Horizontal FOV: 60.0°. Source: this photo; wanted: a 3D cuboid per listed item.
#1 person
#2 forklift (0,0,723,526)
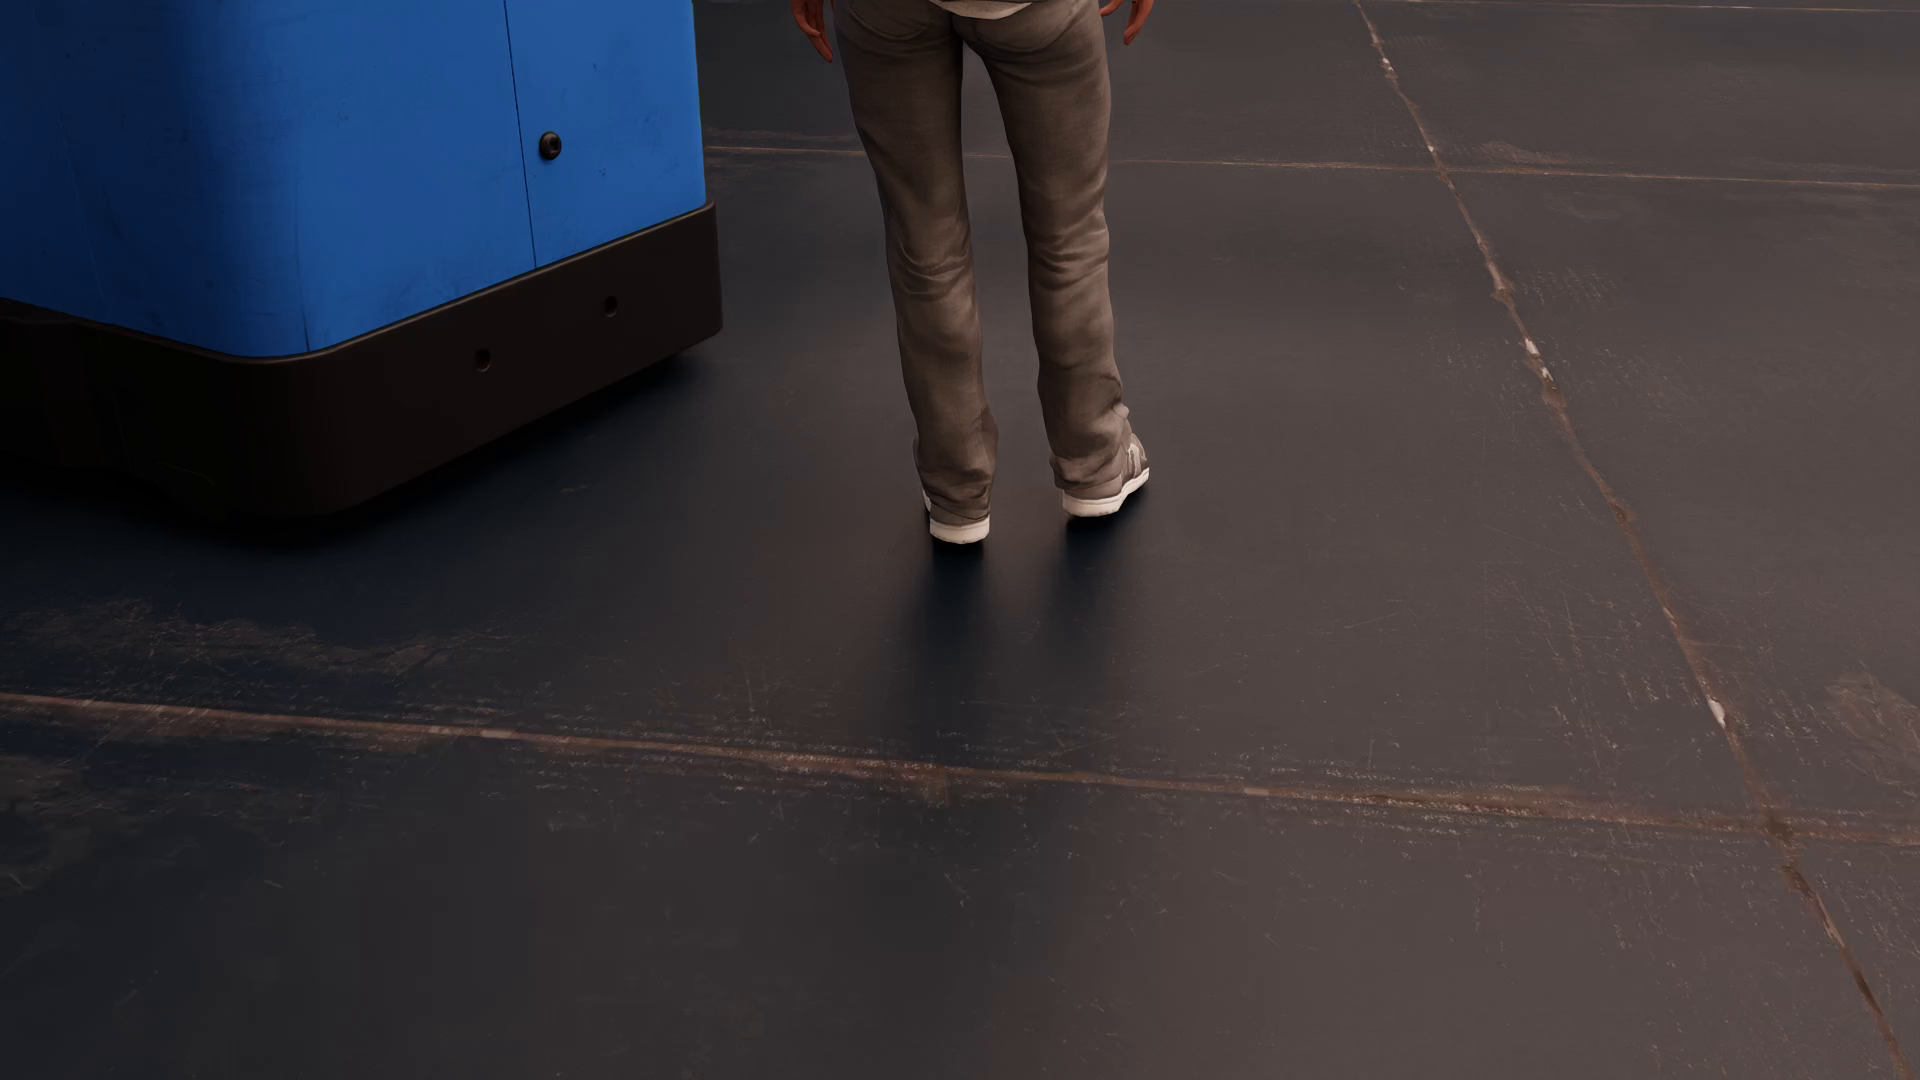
[{"bbox_3d":[0.024,-0.753,2.205,0.520,1.600,0.472,3,27,7],"label":"person"},{"bbox_3d":[-1.984,-1.800,2.824,3.031,2.935,1.130,14,30,26],"label":"forklift"}]
